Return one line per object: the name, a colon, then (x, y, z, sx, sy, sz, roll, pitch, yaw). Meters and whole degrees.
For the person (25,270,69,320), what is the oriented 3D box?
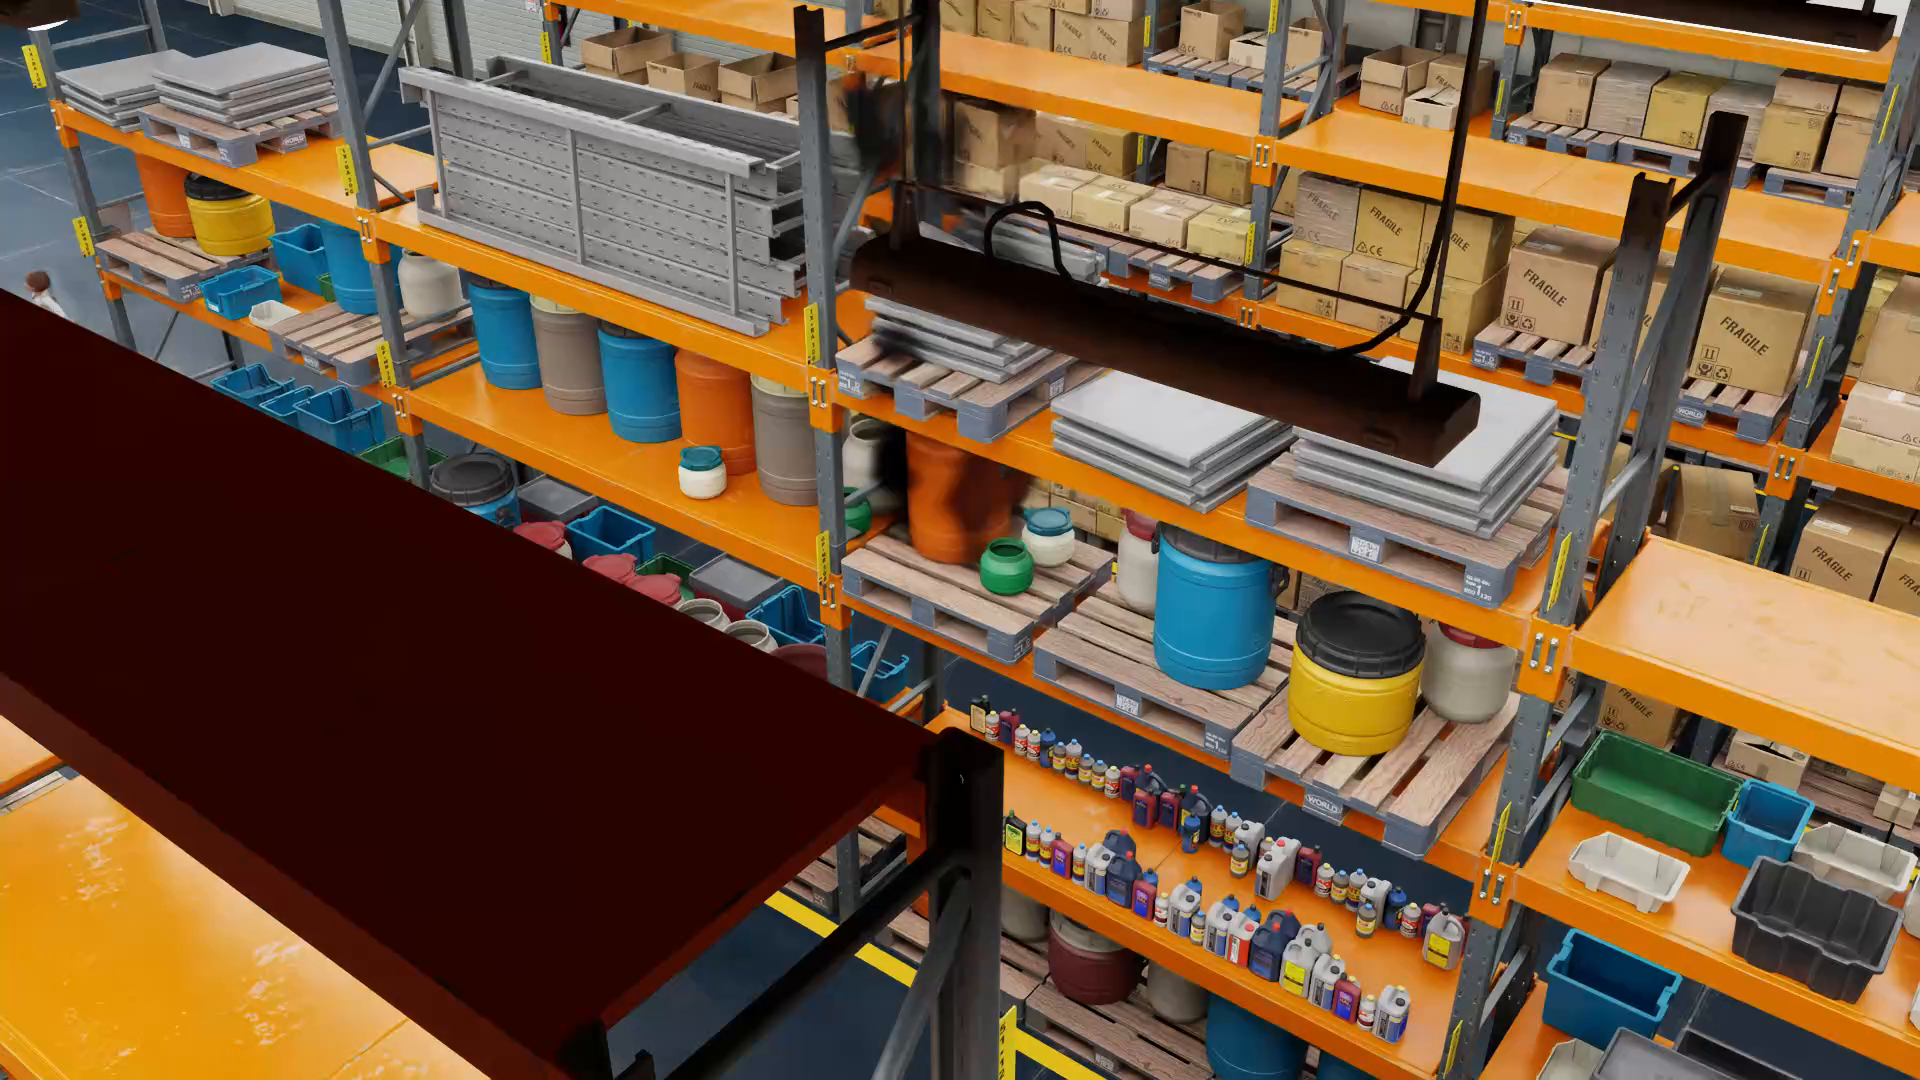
person: (-9.279, -2.045, 17.133, 0.717, 1.573, 0.536, -19, 36, -28)
